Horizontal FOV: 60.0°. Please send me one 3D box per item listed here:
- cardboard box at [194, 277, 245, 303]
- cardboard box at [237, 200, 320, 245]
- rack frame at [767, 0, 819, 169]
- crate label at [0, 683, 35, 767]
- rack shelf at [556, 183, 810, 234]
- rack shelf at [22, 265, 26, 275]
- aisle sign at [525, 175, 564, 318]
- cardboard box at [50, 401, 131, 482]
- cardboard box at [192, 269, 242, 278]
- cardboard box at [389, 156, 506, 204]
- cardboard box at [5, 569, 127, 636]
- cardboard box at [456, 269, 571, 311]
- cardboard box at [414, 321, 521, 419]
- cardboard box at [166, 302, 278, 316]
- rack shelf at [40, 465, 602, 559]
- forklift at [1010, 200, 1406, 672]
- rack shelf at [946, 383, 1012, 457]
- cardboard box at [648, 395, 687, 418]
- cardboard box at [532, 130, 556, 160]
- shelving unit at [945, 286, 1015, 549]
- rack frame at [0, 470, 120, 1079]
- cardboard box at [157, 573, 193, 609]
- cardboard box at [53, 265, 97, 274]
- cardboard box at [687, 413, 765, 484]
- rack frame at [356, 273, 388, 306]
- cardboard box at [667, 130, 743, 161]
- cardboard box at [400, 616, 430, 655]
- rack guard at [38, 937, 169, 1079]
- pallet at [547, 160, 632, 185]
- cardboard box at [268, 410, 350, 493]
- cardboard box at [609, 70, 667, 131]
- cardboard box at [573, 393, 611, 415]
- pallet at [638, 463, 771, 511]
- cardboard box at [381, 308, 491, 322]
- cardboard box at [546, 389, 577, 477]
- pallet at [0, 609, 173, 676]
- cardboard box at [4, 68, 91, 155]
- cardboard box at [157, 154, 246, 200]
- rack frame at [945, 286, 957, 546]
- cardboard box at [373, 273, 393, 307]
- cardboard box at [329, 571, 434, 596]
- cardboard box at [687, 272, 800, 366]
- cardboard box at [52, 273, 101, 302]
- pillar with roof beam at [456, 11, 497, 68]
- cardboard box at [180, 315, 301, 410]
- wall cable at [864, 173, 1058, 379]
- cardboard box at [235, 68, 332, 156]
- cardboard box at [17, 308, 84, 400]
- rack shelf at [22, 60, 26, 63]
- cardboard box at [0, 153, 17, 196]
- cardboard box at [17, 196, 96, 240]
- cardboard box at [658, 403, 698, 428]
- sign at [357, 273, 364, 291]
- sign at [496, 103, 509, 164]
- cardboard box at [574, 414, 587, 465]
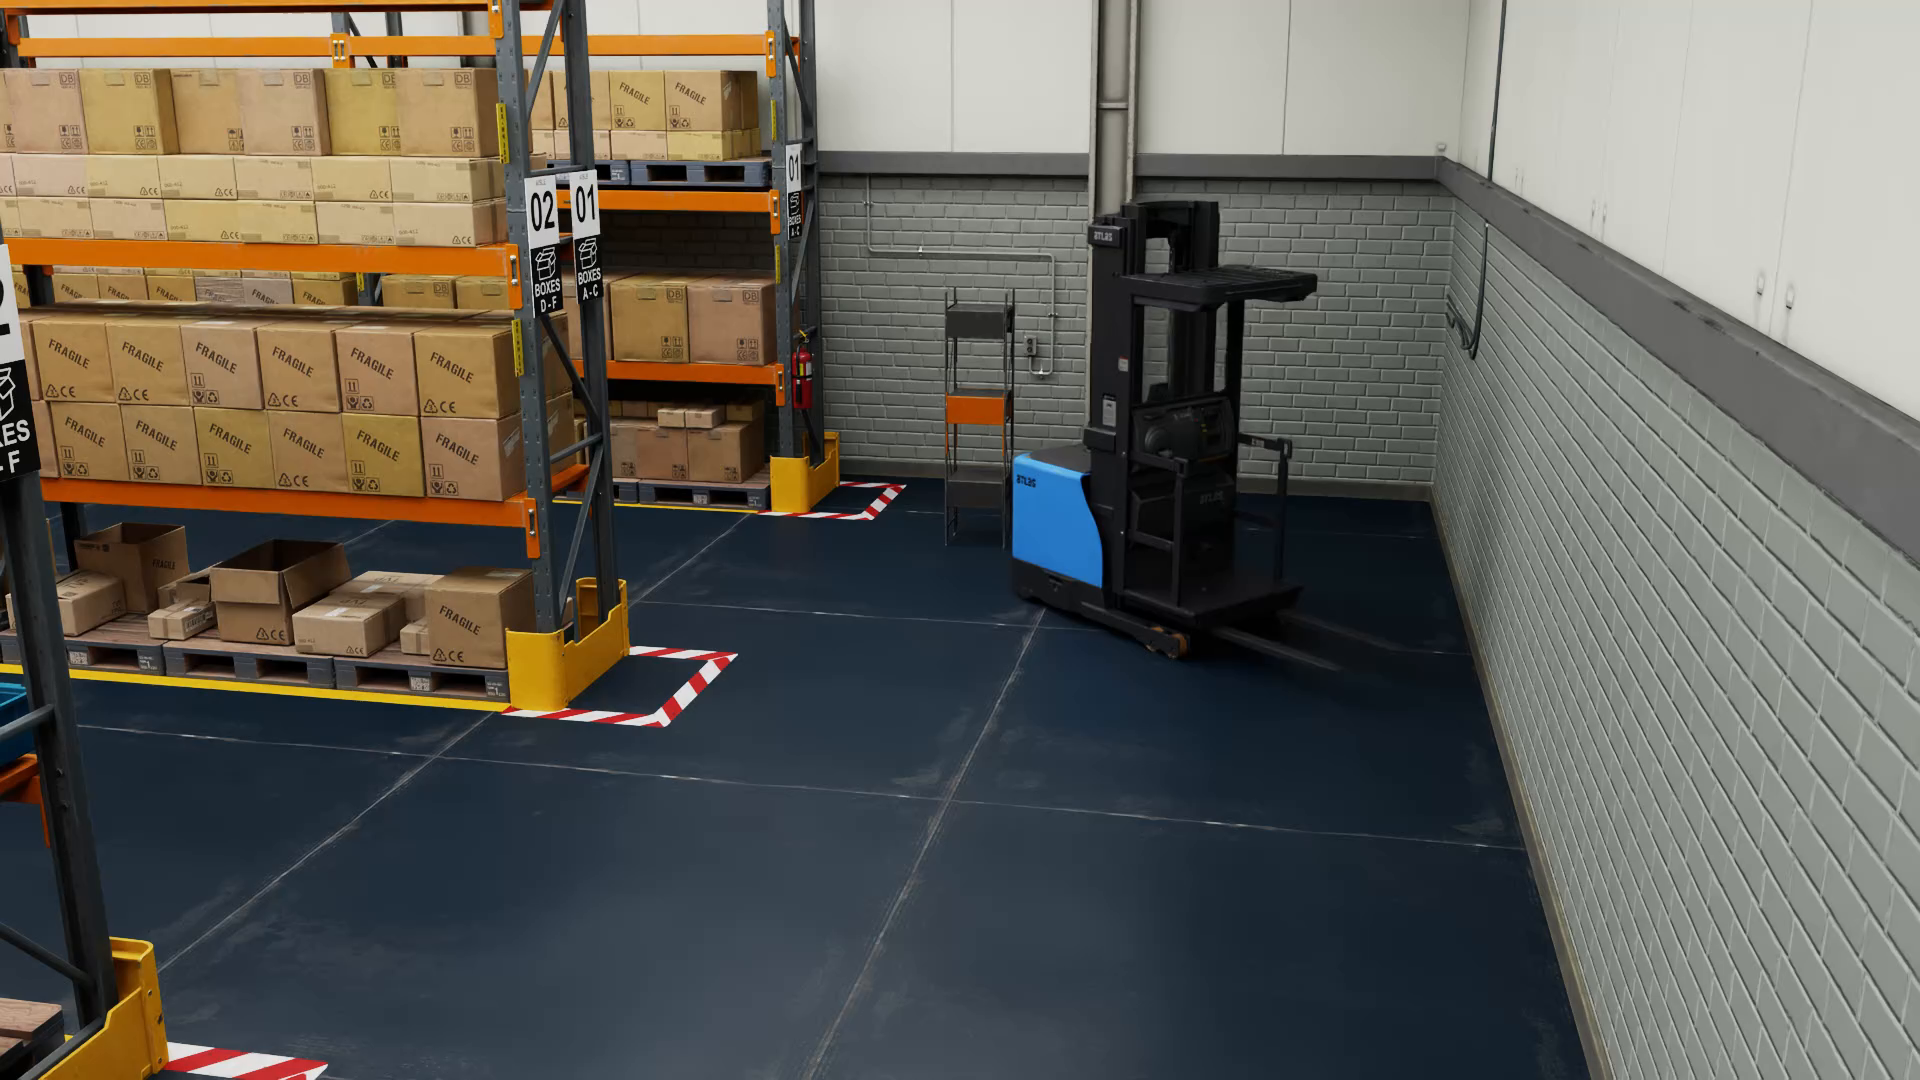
[{"bbox_3d":[-6.860,-2.269,15.783,0.500,0.500,0.500,3,16,11],"label":"cardboard box"},{"bbox_3d":[-3.965,-1.931,10.007,0.500,0.250,0.500,3,16,11],"label":"cardboard box"},{"bbox_3d":[-1.445,-4.734,14.226,0.127,3.000,1.000,3,16,11],"label":"rack frame"},{"bbox_3d":[-3.596,0.701,6.043,0.303,0.233,0.416,3,16,11],"label":"crate label"},{"bbox_3d":[-3.405,-3.048,15.106,4.000,0.370,1.077,3,16,11],"label":"rack shelf"},{"bbox_3d":[-8.308,-1.965,11.196,4.000,0.370,1.077,3,16,11],"label":"rack shelf"},{"bbox_3d":[-2.423,-1.716,9.698,0.004,0.787,0.394,3,16,11],"label":"aisle sign"},{"bbox_3d":[-5.401,-0.683,10.652,0.500,0.500,0.500,3,16,12],"label":"cardboard box"},{"bbox_3d":[-6.873,-2.633,15.693,0.500,0.250,0.500,3,16,12],"label":"cardboard box"},{"bbox_3d":[-2.983,-2.122,9.759,0.500,0.250,0.500,3,16,11],"label":"cardboard box"},{"bbox_3d":[-5.980,0.403,11.131,0.500,0.311,0.500,3,16,11],"label":"cardboard box"},{"bbox_3d":[-4.122,-2.127,15.490,0.700,0.700,0.980,3,16,10],"label":"cardboard box"},{"bbox_3d":[-2.920,-1.029,10.027,0.500,0.500,0.500,3,16,11],"label":"cardboard box"},{"bbox_3d":[-4.805,-1.277,10.924,0.500,0.500,0.500,3,16,12],"label":"cardboard box"},{"bbox_3d":[-4.388,-0.307,10.828,4.000,0.370,1.077,3,16,11],"label":"rack shelf"},{"bbox_3d":[1.669,-0.767,11.270,1.130,2.935,3.031,-12,19,-36],"label":"forklift"},{"bbox_3d":[0.162,-0.990,13.684,0.480,0.518,0.431,3,16,11],"label":"rack shelf"},{"bbox_3d":[-2.730,-1.250,15.568,0.250,0.149,0.380,3,16,12],"label":"cardboard box"},{"bbox_3d":[-3.740,-3.518,14.761,0.500,0.250,0.500,3,16,10],"label":"cardboard box"},{"bbox_3d":[0.162,-1.003,13.680,0.503,2.100,0.431,3,16,11],"label":"shelving unit"},{"bbox_3d":[-3.419,0.749,5.671,0.127,3.000,1.000,3,16,11],"label":"rack frame"},{"bbox_3d":[-5.354,0.362,11.581,0.250,0.149,0.380,3,16,11],"label":"cardboard box"},{"bbox_3d":[-8.364,-2.711,15.974,0.500,0.250,0.500,3,16,10],"label":"cardboard box"},{"bbox_3d":[-2.151,-0.852,15.344,0.500,0.500,0.700,3,16,11],"label":"cardboard box"},{"bbox_3d":[-5.365,-2.056,15.795,0.127,3.000,1.000,3,16,11],"label":"rack frame"},{"bbox_3d":[-2.216,-3.437,14.467,0.500,0.250,0.500,4,16,13],"label":"cardboard box"},{"bbox_3d":[-3.389,0.597,10.702,0.250,0.166,0.380,3,16,11],"label":"cardboard box"},{"bbox_3d":[-3.393,1.951,6.012,0.348,0.500,1.175,3,16,11],"label":"rack guard"},{"bbox_3d":[-3.373,-3.347,15.003,1.213,0.211,1.003,3,16,11],"label":"pallet"},{"bbox_3d":[-3.919,-0.603,10.361,0.500,0.500,0.500,3,16,12],"label":"cardboard box"},{"bbox_3d":[-2.705,-3.825,14.466,0.500,0.500,0.500,4,16,13],"label":"cardboard box"},{"bbox_3d":[-3.479,-1.291,15.714,0.250,0.149,0.380,3,16,10],"label":"cardboard box"},{"bbox_3d":[-2.244,-0.521,15.479,1.213,0.211,1.003,3,16,11],"label":"pallet"},{"bbox_3d":[-3.325,-1.196,10.629,0.500,0.500,0.500,3,16,12],"label":"cardboard box"},{"bbox_3d":[-2.811,-0.688,10.669,0.500,0.500,0.500,3,16,12],"label":"cardboard box"},{"bbox_3d":[-5.676,0.621,11.356,1.213,0.211,1.003,3,16,11],"label":"pallet"},{"bbox_3d":[-5.403,-2.656,10.282,0.500,0.500,0.700,3,16,11],"label":"cardboard box"},{"bbox_3d":[-4.453,-2.201,10.044,0.500,0.250,0.500,3,16,11],"label":"cardboard box"},{"bbox_3d":[-0.077,-1.016,13.727,0.015,2.100,0.400,3,16,11],"label":"rack frame"},{"bbox_3d":[-5.765,-2.347,16.066,0.500,0.500,0.500,3,16,9],"label":"cardboard box"},{"bbox_3d":[-3.885,0.410,11.221,0.500,0.250,0.500,3,16,11],"label":"cardboard box"},{"bbox_3d":[-1.947,-2.012,15.075,0.700,0.700,0.980,4,16,14],"label":"cardboard box"},{"bbox_3d":[-8.348,-2.347,16.063,0.500,0.500,0.500,4,16,13],"label":"cardboard box"},{"bbox_3d":[-5.364,-4.010,11.611,0.400,9.000,9.100,3,16,11],"label":"pillar with roof beam"},{"bbox_3d":[-4.427,-1.109,10.317,0.500,0.500,0.500,4,16,13],"label":"cardboard box"},{"bbox_3d":[-0.002,-2.512,15.539,1.851,1.984,0.084,3,16,11],"label":"wall cable"},{"bbox_3d":[-3.920,-2.593,10.055,0.500,0.500,0.700,3,16,11],"label":"cardboard box"},{"bbox_3d":[-5.943,-1.191,10.613,0.500,0.500,0.500,4,16,13],"label":"cardboard box"},{"bbox_3d":[-11.245,-4.727,16.296,4.000,0.370,1.077,3,16,11],"label":"rack shelf"},{"bbox_3d":[-5.921,-2.283,10.341,0.500,0.250,0.500,3,16,11],"label":"cardboard box"},{"bbox_3d":[-5.432,-2.015,10.309,0.500,0.250,0.500,3,16,11],"label":"cardboard box"},{"bbox_3d":[-2.564,-1.137,15.159,0.250,0.149,0.380,4,16,13],"label":"cardboard box"},{"bbox_3d":[-5.463,-2.433,15.137,0.005,0.325,0.100,3,16,11],"label":"sign"},{"bbox_3d":[-2.559,-2.275,9.309,0.005,0.325,0.100,3,16,11],"label":"sign"},{"bbox_3d":[-3.658,-0.932,15.632,0.500,0.500,0.700,3,16,12],"label":"cardboard box"}]
